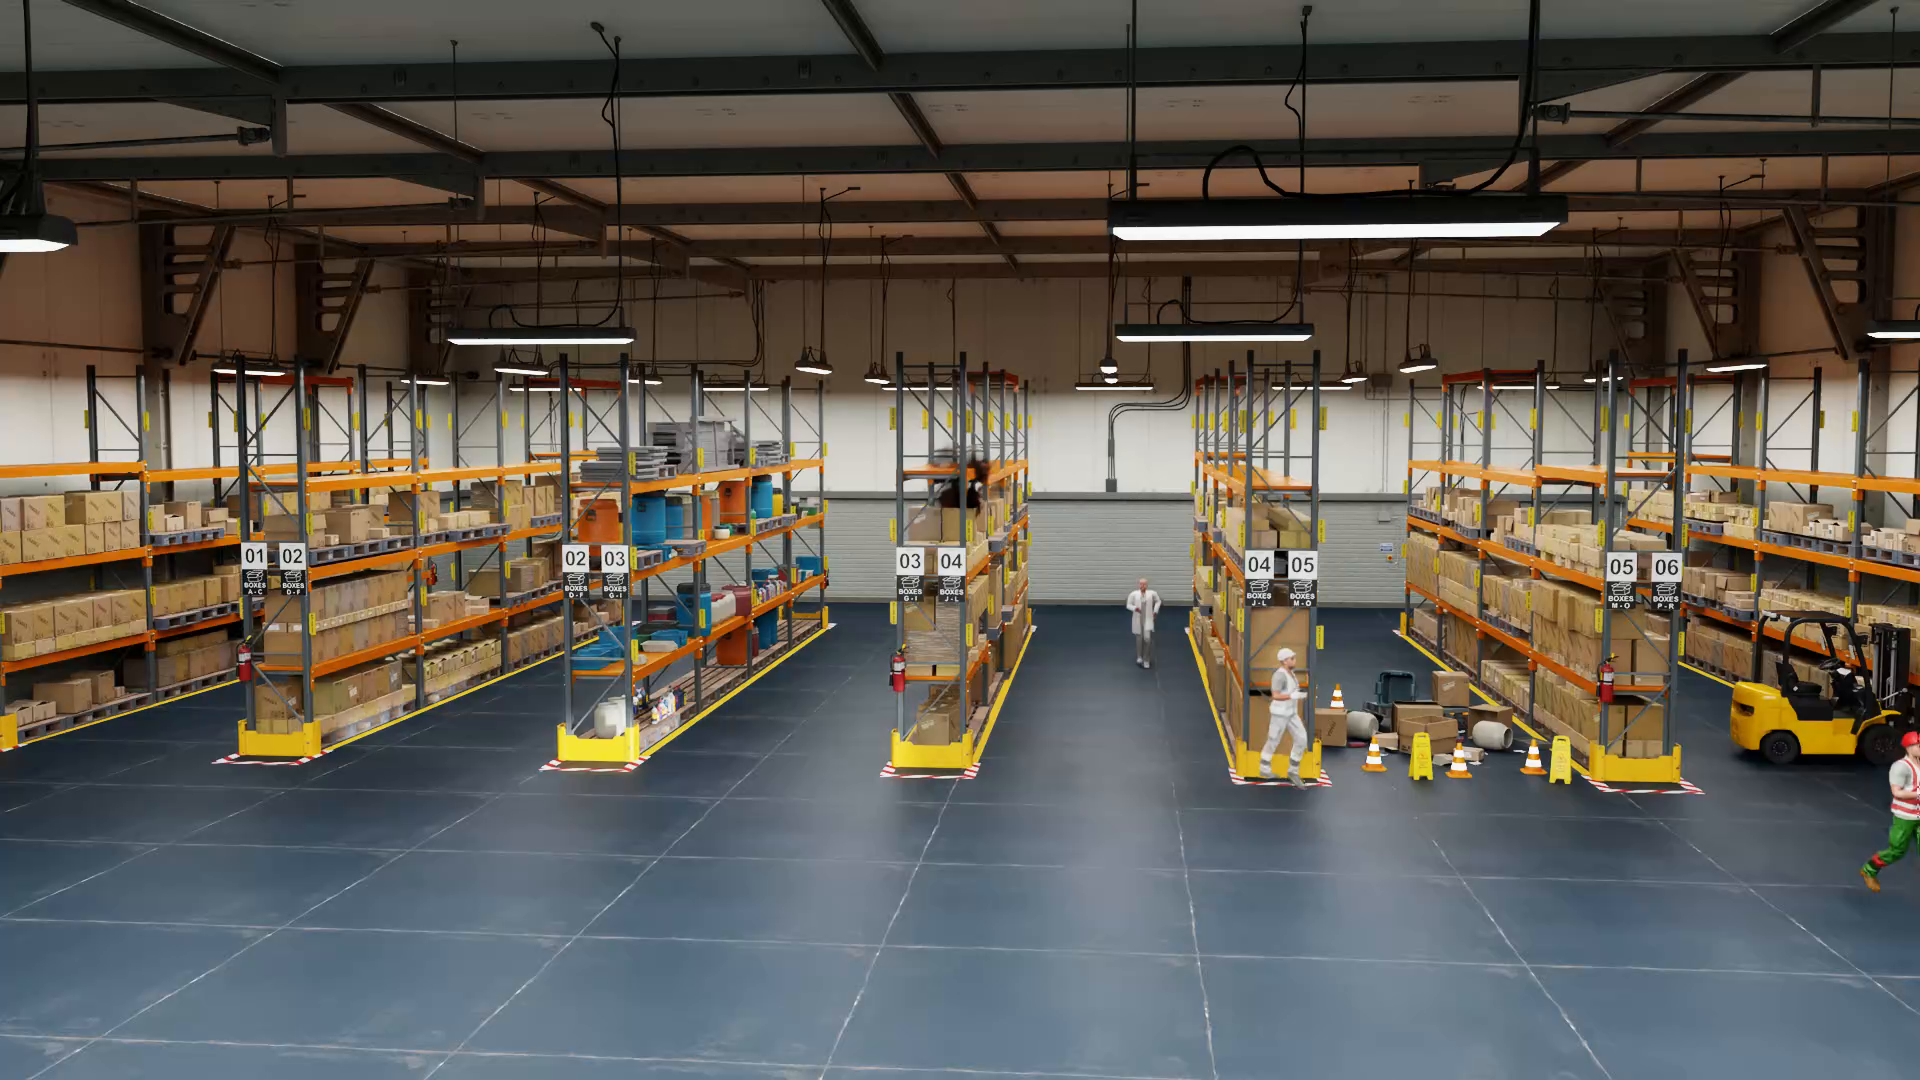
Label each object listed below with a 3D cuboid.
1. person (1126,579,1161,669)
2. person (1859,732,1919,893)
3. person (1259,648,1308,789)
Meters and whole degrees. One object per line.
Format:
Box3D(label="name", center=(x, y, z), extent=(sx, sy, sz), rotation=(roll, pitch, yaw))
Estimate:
Box3D(label="person", center=(3.748, 1.711, 33.984), extent=(0.697, 1.854, 0.764), rotation=(1, 4, 9))
Box3D(label="person", center=(9.786, 2.847, 17.119), extent=(0.667, 1.767, 1.003), rotation=(-2, 4, -22))
Box3D(label="person", center=(4.256, 2.339, 21.810), extent=(0.751, 1.846, 0.611), rotation=(4, 5, 41))
